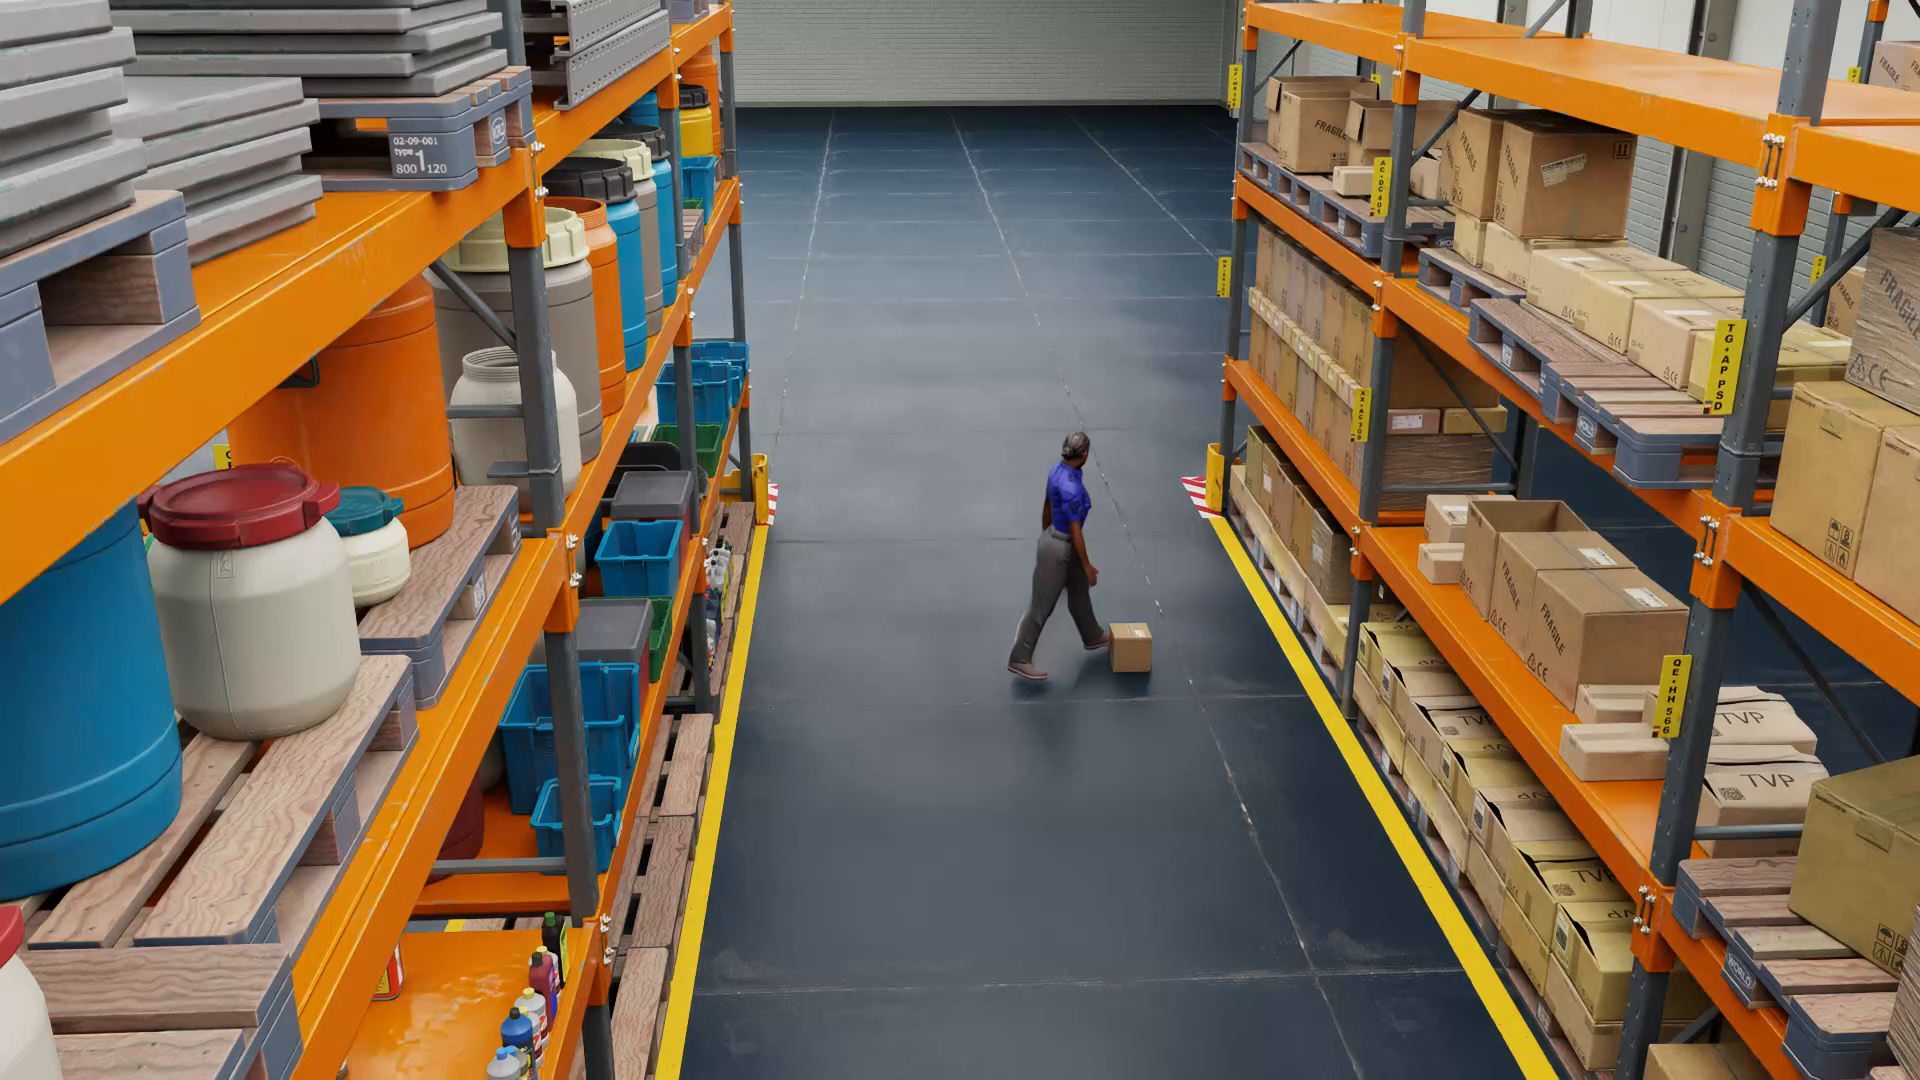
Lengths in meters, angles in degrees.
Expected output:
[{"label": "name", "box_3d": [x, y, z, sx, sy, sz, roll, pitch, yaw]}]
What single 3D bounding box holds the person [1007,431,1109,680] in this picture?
[{"label": "person", "box_3d": [0.717, 0.062, 10.901, 0.797, 1.617, 0.660, 1, 21, 2]}]
